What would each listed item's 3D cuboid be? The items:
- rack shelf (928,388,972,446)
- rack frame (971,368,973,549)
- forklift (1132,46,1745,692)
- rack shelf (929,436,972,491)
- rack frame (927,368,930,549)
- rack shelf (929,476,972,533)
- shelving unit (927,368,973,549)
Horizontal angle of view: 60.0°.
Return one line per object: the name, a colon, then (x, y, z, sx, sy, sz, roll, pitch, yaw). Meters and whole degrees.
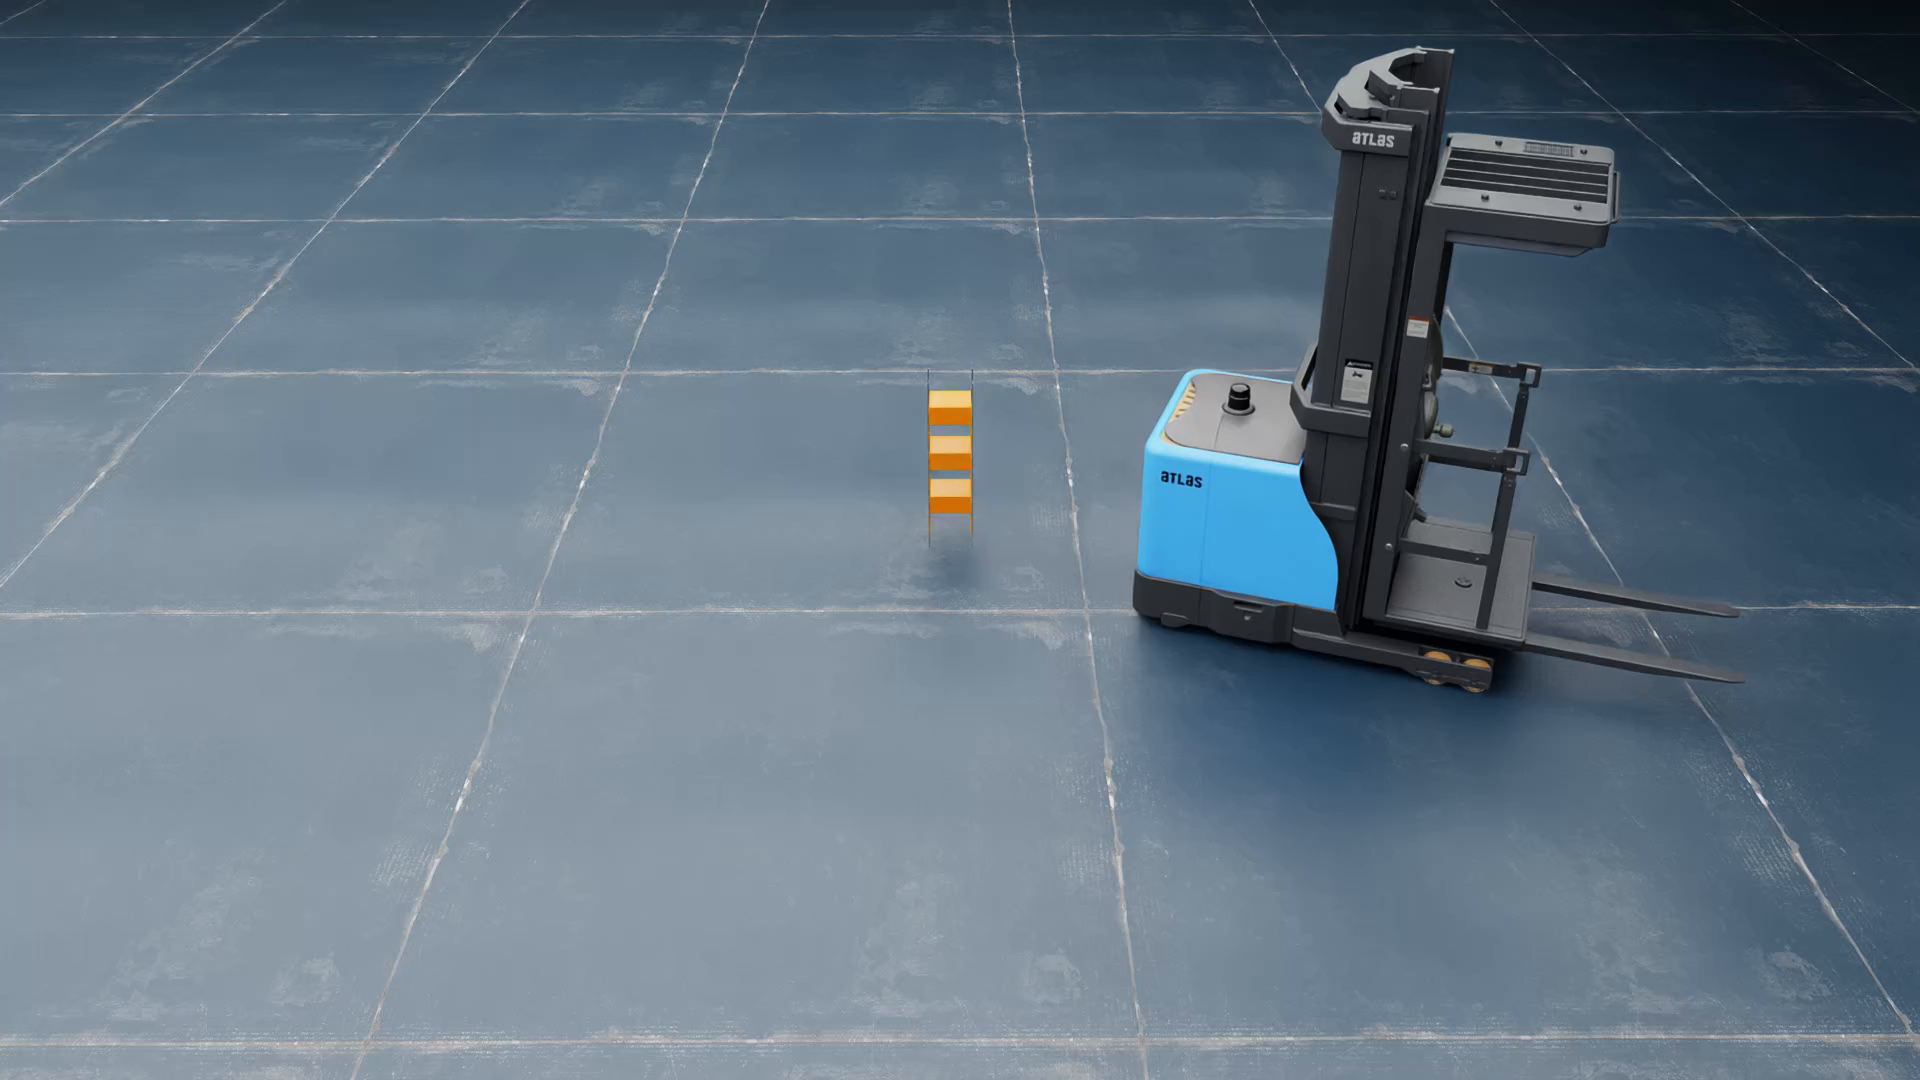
rack shelf: (-0.054, -0.682, 9.225, 0.240, 0.259, 0.215, 0, 31, 0)
rack frame: (0.068, -0.449, 9.367, 0.008, 1.050, 0.200, 0, 31, 0)
forklift: (2.498, -0.799, 8.130, 3.031, 2.935, 1.130, 10, 33, 17)
rack shelf: (-0.054, -0.440, 9.372, 0.240, 0.259, 0.215, 0, 31, 0)
rack frame: (-0.176, -0.448, 9.366, 0.008, 1.050, 0.200, 0, 31, 0)
rack shelf: (-0.054, -0.202, 9.516, 0.240, 0.259, 0.215, 0, 31, 0)
shelving unit: (-0.054, -0.449, 9.367, 0.252, 1.050, 0.215, 0, 31, 0)
